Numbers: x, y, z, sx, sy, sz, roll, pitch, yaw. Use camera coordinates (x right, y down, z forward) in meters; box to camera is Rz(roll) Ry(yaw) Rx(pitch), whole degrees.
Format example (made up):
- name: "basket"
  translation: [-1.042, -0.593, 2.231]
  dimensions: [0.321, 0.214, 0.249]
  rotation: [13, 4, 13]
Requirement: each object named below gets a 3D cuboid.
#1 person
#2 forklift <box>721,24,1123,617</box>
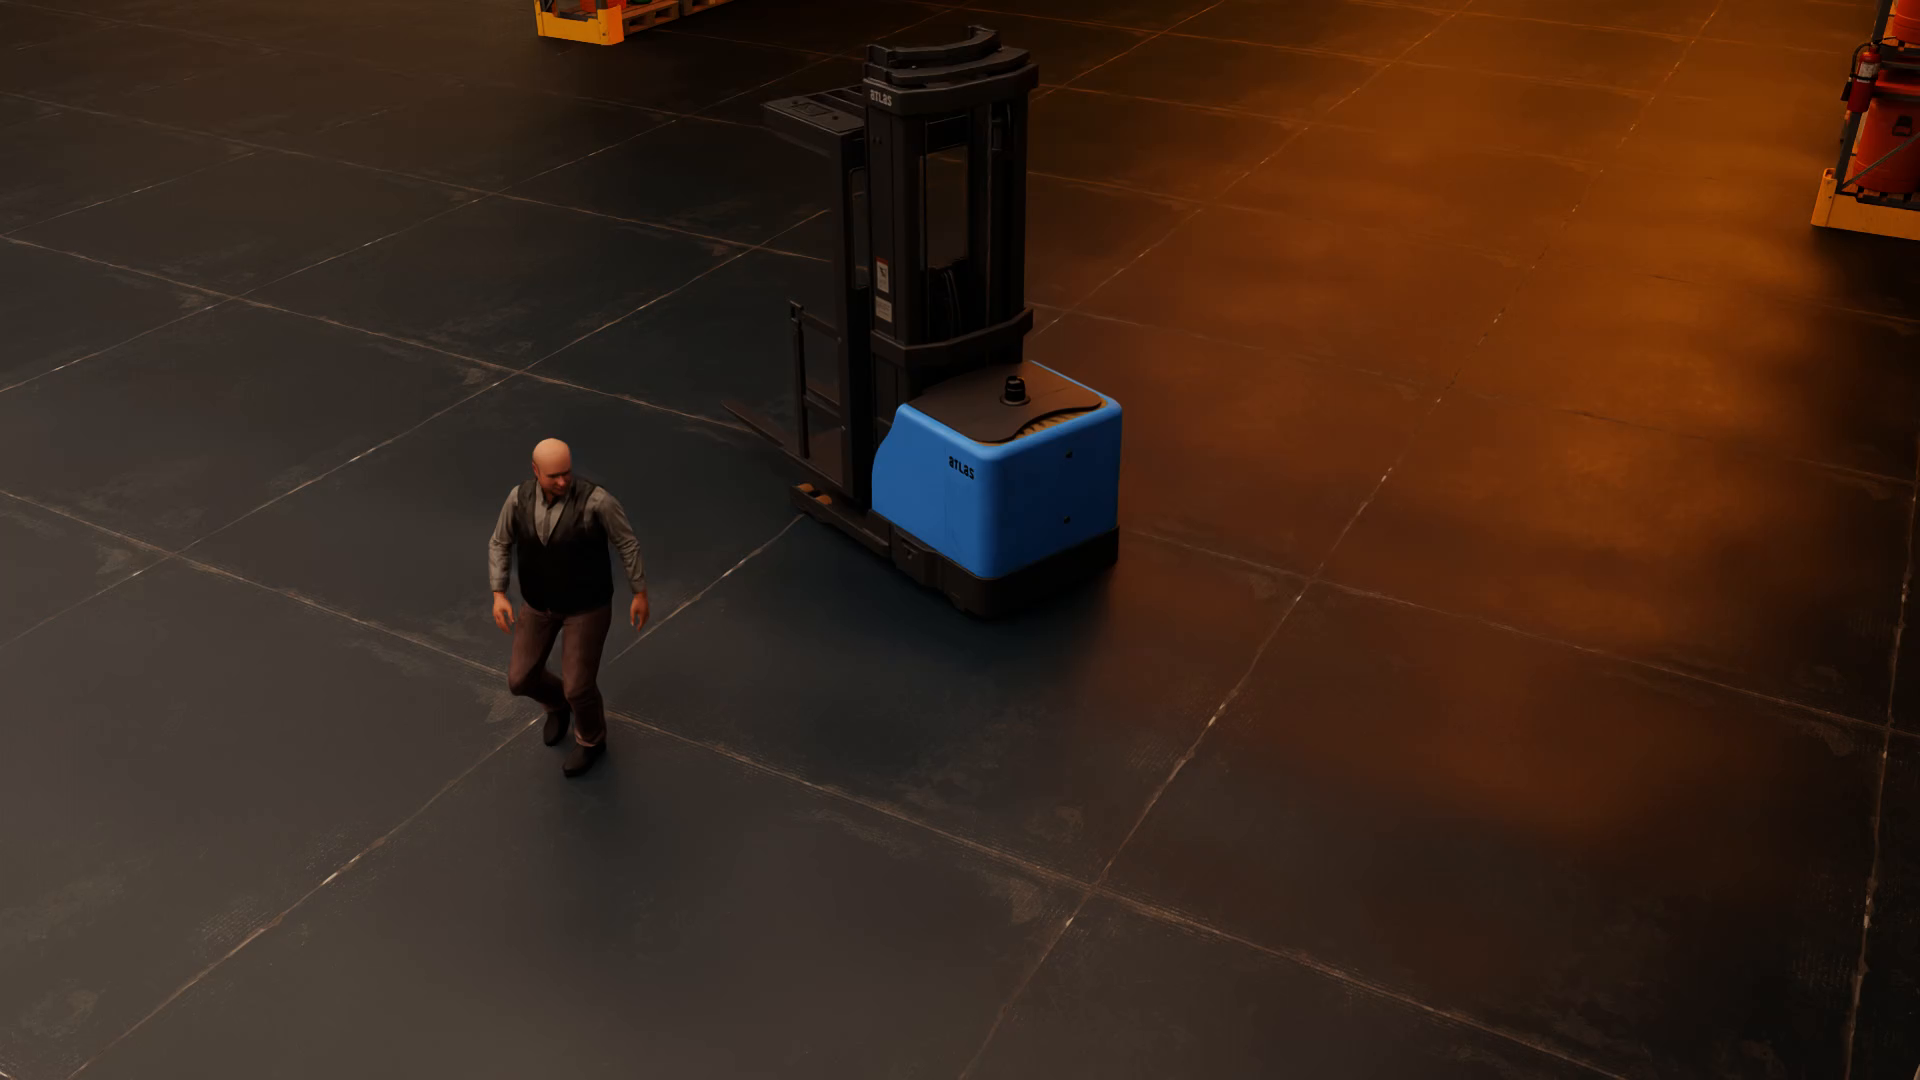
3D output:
- name: "person"
  translation: [-1.819, 0.316, 7.775]
  dimensions: [0.760, 1.688, 0.481]
  rotation: [9, 31, 15]
- name: "forklift"
  translation: [-0.398, -1.517, 9.699]
  dimensions: [1.130, 2.935, 3.031]
  rotation: [-22, 37, -33]
